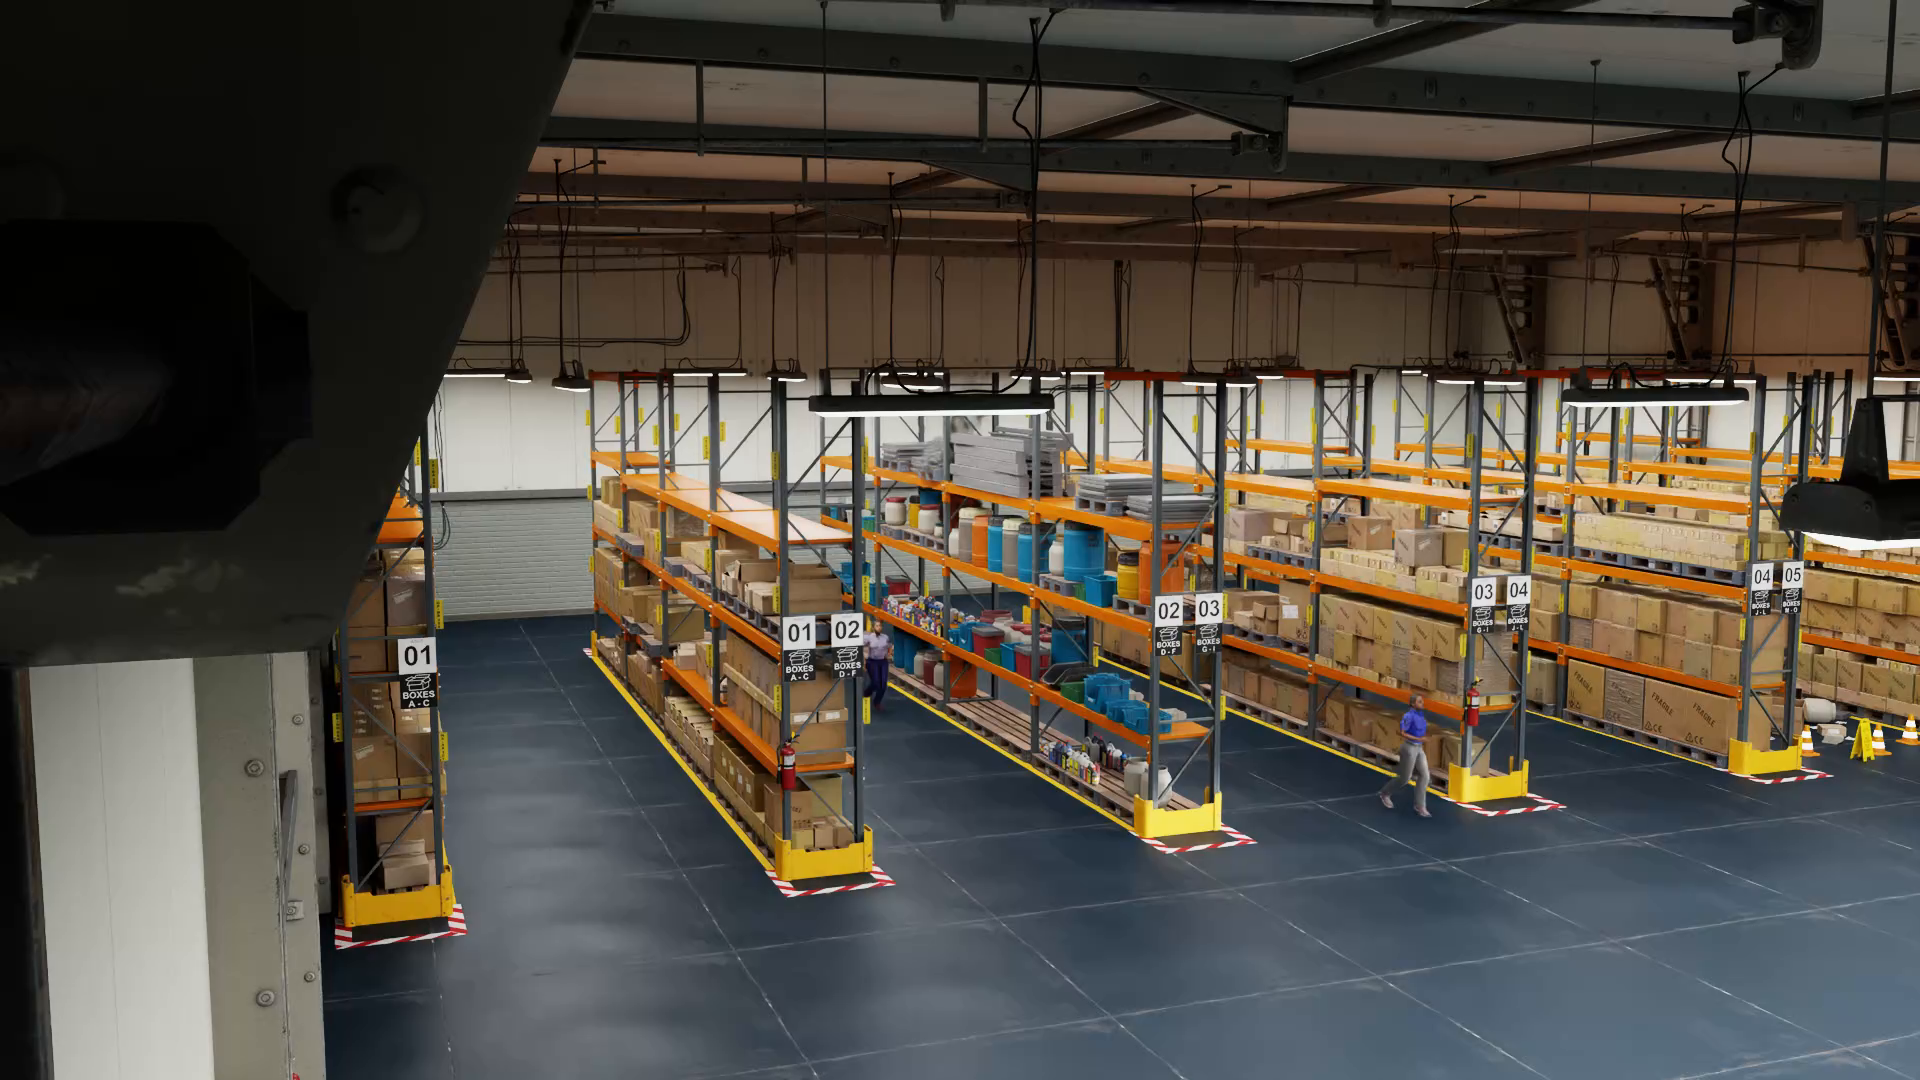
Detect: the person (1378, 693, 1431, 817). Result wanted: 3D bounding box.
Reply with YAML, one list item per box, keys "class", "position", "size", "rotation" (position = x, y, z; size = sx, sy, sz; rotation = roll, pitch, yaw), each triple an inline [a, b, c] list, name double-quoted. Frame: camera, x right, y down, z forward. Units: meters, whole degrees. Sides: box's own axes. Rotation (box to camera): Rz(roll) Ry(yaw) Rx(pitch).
- class: "person"
  position: [6.223, 2.959, 23.047]
  size: [0.782, 1.700, 0.606]
  rotation: [6, 9, 43]

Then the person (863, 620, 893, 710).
- class: "person"
  position: [-1.458, 2.235, 29.598]
  size: [0.606, 1.606, 0.537]
  rotation: [-3, 7, -25]

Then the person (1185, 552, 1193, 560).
- class: "person"
  position: [5.278, 1.139, 39.174]
  size: [0.701, 1.770, 0.689]
  rotation: [-2, 7, -15]
